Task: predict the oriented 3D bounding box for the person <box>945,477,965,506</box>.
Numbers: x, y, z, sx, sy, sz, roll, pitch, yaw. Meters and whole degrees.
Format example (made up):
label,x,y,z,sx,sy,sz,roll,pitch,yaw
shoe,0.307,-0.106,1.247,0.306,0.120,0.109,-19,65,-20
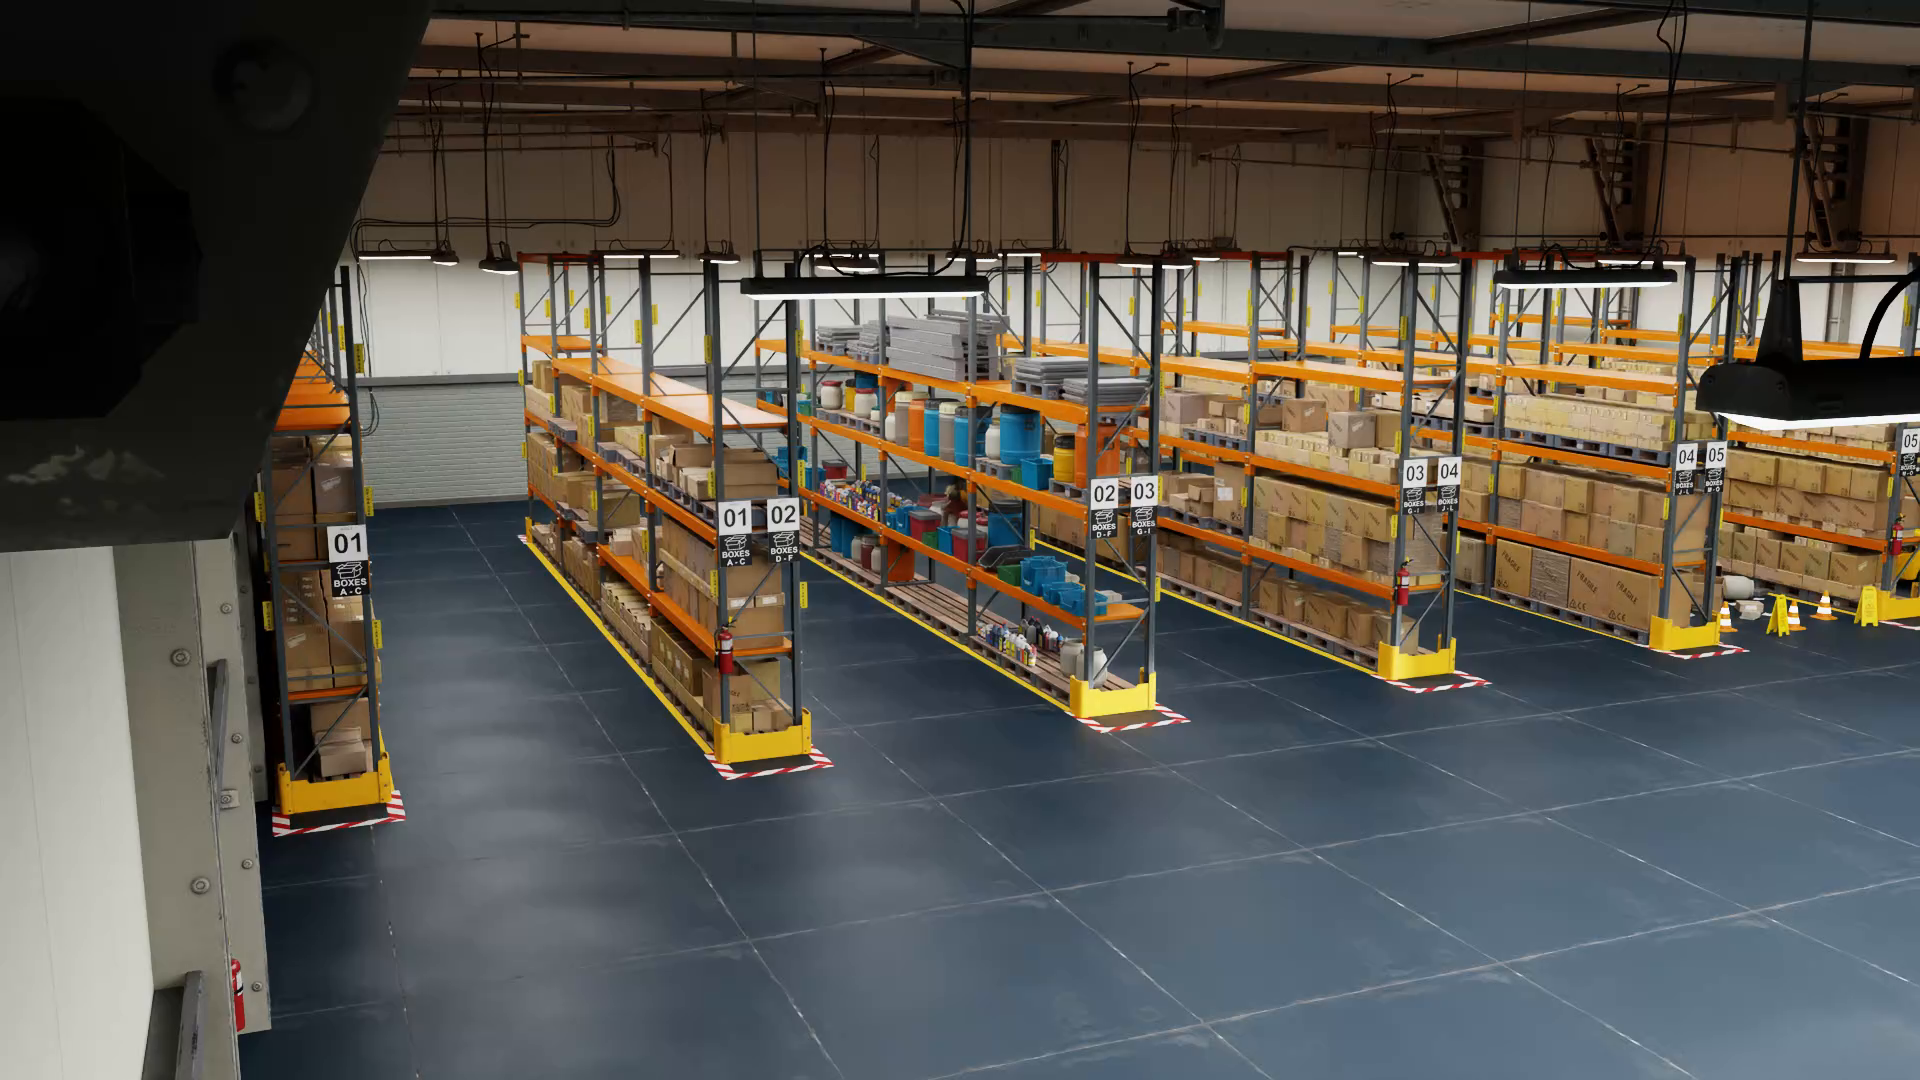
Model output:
label,x,y,z,sx,sy,sz,roll,pitch,yaw
person,-0.289,-0.640,34.604,0.574,1.463,1.094,-10,14,-44
